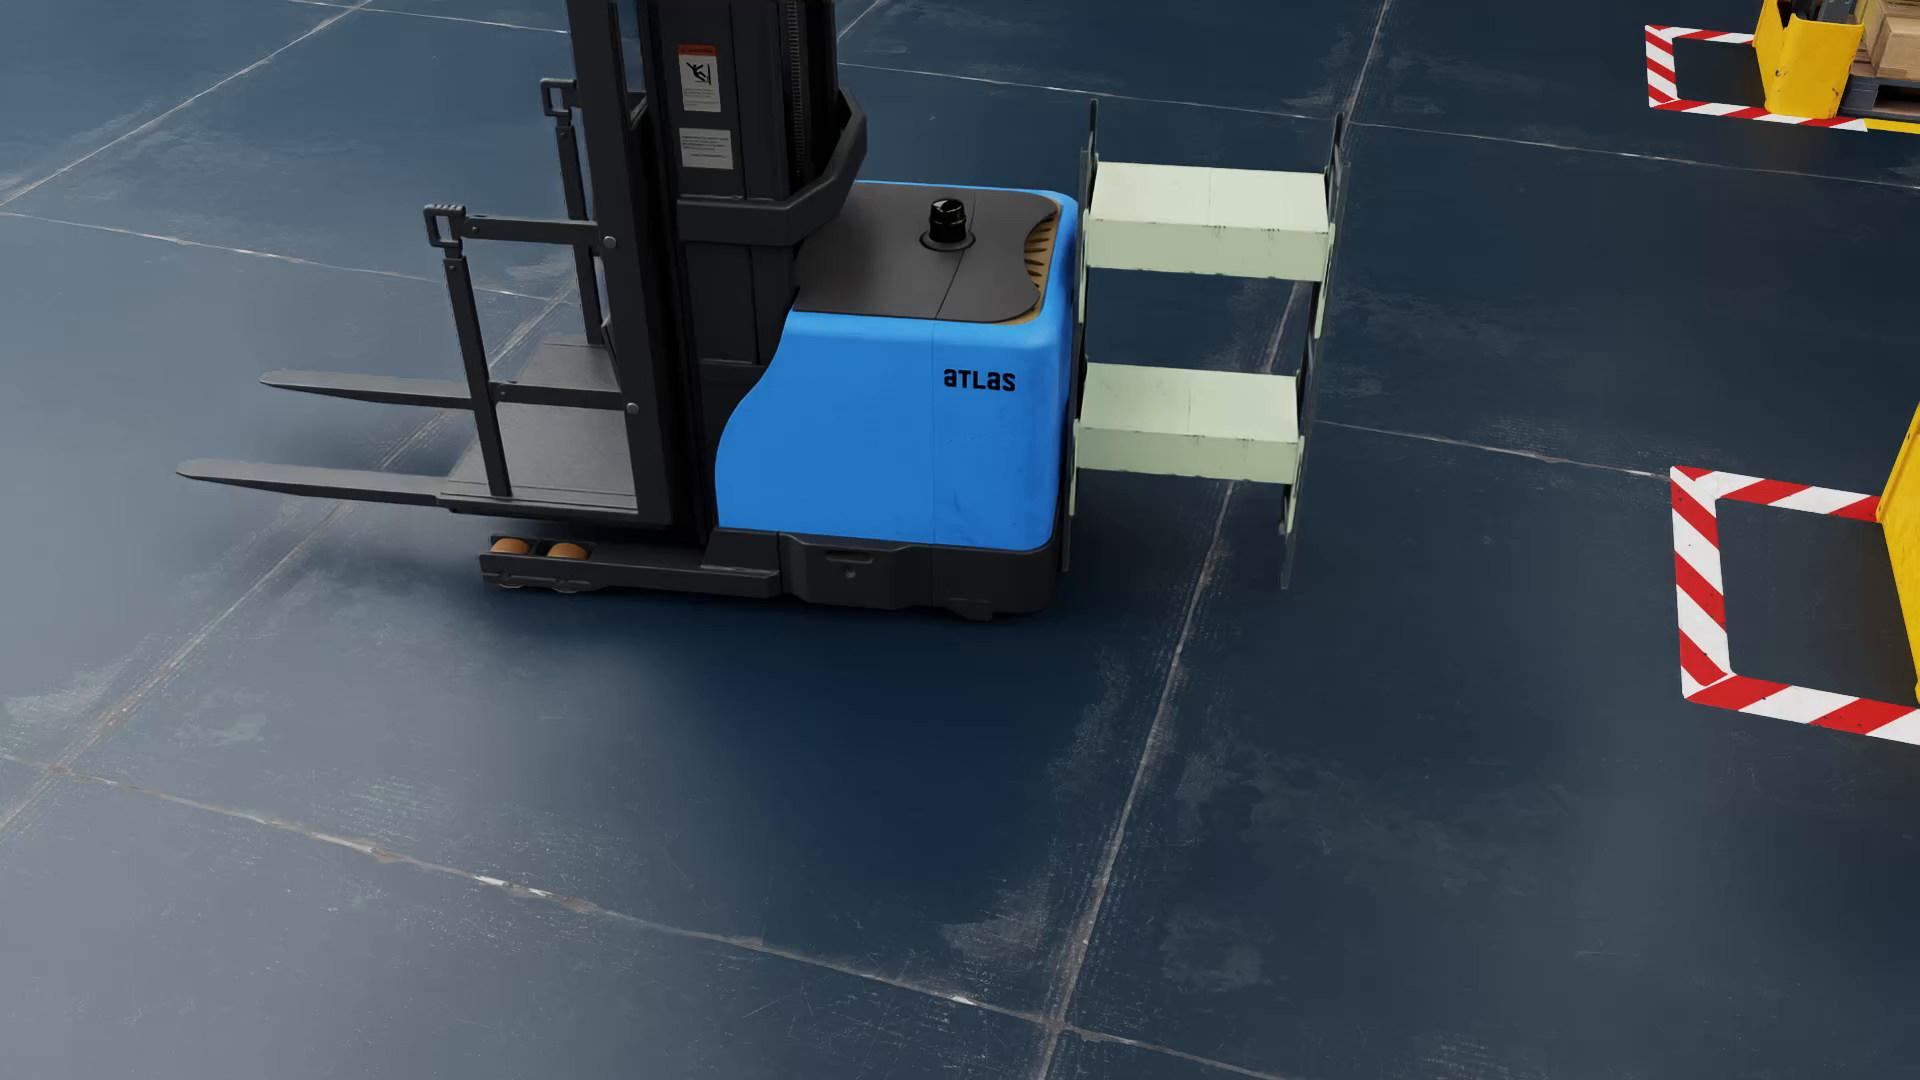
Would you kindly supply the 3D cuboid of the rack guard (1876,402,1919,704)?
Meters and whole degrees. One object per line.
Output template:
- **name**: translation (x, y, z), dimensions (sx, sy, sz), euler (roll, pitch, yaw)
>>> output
- **rack guard**: translation (3.248, 0.028, 5.291), dimensions (0.348, 0.500, 1.175), euler (10, 38, 14)

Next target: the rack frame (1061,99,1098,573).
- **rack frame**: translation (0.379, -0.613, 5.317), dimensions (0.023, 1.500, 0.400), euler (5, 37, 6)

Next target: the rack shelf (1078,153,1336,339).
- **rack shelf**: translation (0.742, -0.898, 5.046), dimensions (0.720, 0.370, 0.431), euler (5, 37, 6)

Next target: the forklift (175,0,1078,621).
- **forklift**: translation (-1.145, -1.308, 5.055), dimensions (3.031, 2.935, 1.130), euler (5, 37, 6)

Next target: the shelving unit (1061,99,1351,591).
- **shelving unit**: translation (0.742, -0.583, 5.277), dimensions (0.755, 1.500, 0.431), euler (5, 37, 6)

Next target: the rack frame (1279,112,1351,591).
- **rack frame**: translation (1.104, -0.554, 5.237), dimensions (0.023, 1.500, 0.400), euler (5, 37, 6)

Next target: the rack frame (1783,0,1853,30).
- **rack frame**: translation (4.642, -3.768, 8.339), dimensions (0.127, 3.000, 1.000), euler (10, 38, 14)

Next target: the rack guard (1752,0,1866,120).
- **rack guard**: translation (4.619, -2.765, 9.086), dimensions (0.348, 0.500, 1.175), euler (10, 38, 14)

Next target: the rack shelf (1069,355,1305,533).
- **rack shelf**: translation (0.742, -0.321, 5.471), dimensions (0.720, 0.370, 0.431), euler (5, 37, 6)

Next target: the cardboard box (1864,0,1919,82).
- **cardboard box**: translation (5.087, -2.609, 8.730), dimensions (0.500, 0.250, 0.500), euler (10, 38, 14)

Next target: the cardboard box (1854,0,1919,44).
- **cardboard box**: translation (5.242, -2.902, 9.128), dimensions (0.500, 0.250, 0.500), euler (10, 38, 14)

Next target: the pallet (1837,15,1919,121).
- **pallet**: translation (5.384, -2.533, 9.014), dimensions (1.213, 0.211, 1.003), euler (10, 38, 14)
